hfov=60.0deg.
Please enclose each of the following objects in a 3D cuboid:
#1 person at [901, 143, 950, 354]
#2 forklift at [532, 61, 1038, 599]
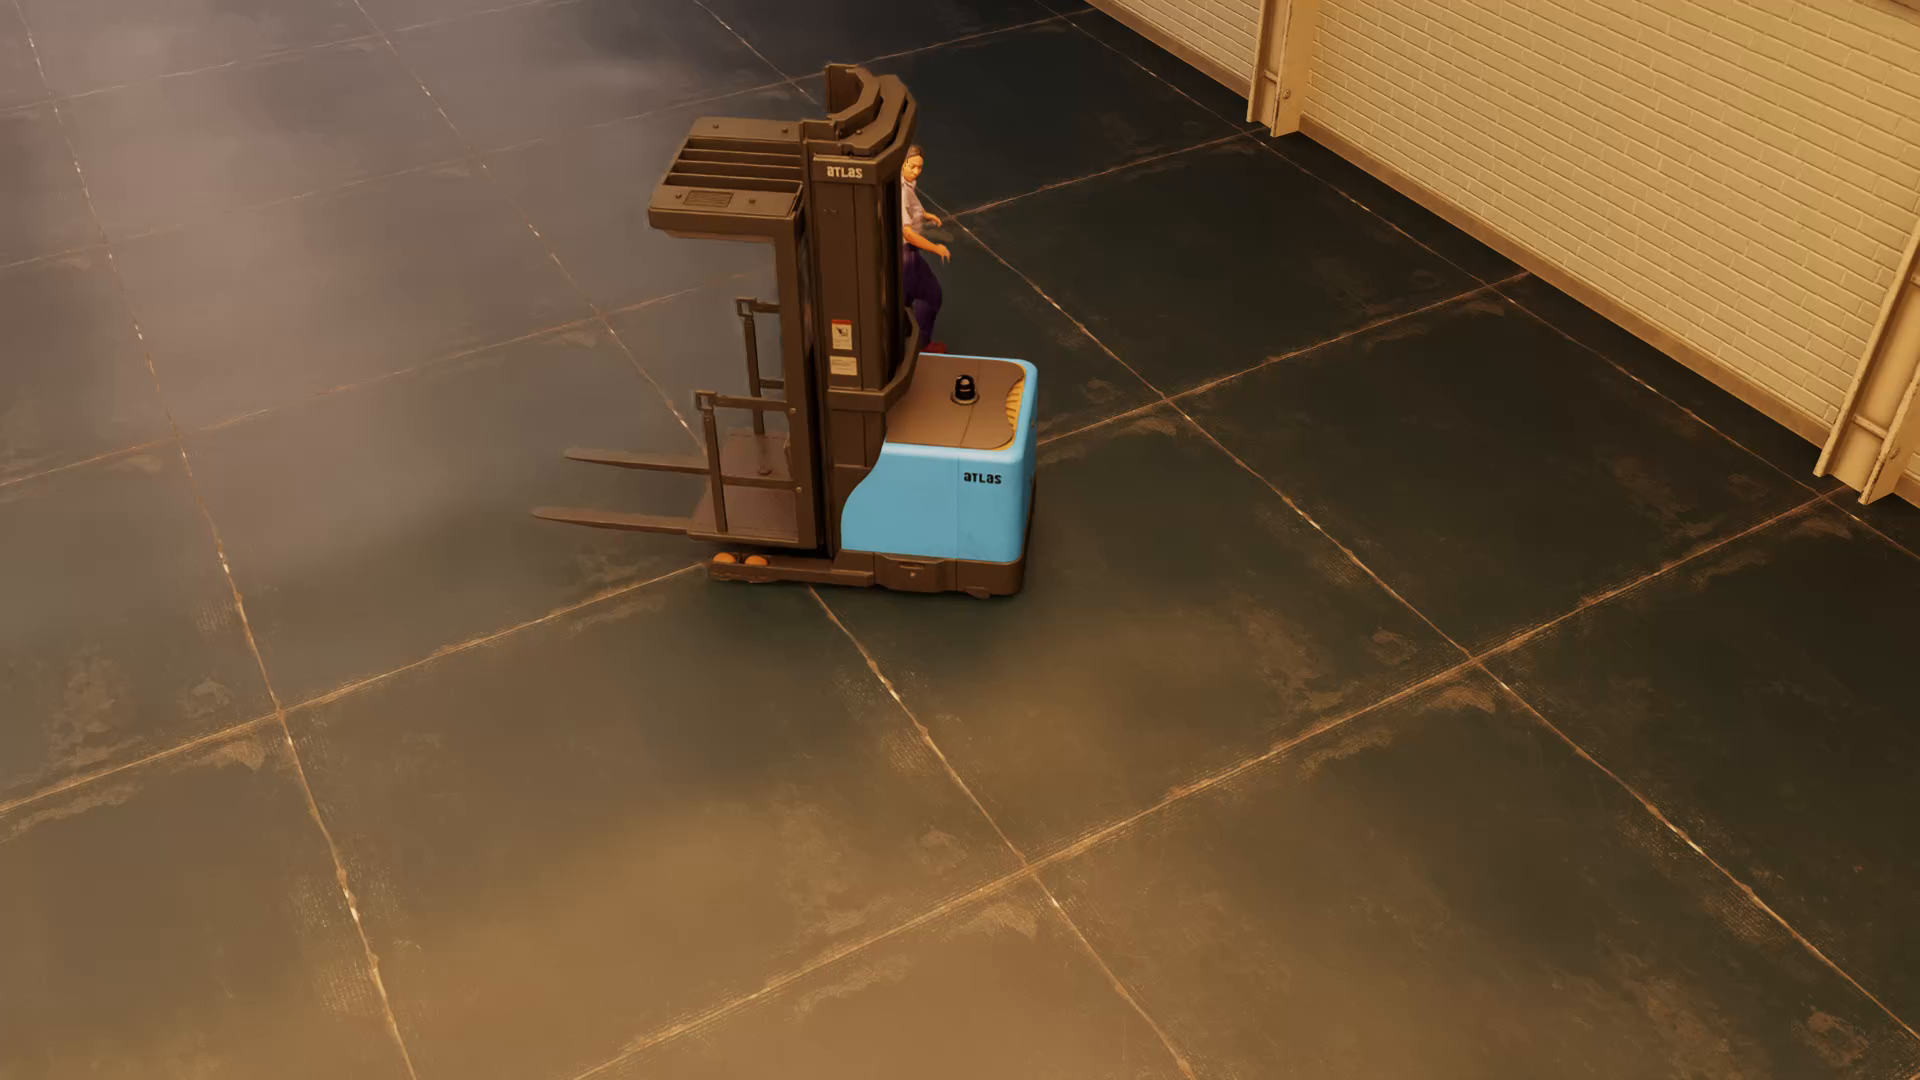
[{"bbox_3d":[-0.324,-2.000,11.538,0.603,1.609,0.719,-13,42,-16],"label":"person"},{"bbox_3d":[-1.078,-1.196,9.478,3.031,2.935,1.130,5,40,6],"label":"forklift"}]
